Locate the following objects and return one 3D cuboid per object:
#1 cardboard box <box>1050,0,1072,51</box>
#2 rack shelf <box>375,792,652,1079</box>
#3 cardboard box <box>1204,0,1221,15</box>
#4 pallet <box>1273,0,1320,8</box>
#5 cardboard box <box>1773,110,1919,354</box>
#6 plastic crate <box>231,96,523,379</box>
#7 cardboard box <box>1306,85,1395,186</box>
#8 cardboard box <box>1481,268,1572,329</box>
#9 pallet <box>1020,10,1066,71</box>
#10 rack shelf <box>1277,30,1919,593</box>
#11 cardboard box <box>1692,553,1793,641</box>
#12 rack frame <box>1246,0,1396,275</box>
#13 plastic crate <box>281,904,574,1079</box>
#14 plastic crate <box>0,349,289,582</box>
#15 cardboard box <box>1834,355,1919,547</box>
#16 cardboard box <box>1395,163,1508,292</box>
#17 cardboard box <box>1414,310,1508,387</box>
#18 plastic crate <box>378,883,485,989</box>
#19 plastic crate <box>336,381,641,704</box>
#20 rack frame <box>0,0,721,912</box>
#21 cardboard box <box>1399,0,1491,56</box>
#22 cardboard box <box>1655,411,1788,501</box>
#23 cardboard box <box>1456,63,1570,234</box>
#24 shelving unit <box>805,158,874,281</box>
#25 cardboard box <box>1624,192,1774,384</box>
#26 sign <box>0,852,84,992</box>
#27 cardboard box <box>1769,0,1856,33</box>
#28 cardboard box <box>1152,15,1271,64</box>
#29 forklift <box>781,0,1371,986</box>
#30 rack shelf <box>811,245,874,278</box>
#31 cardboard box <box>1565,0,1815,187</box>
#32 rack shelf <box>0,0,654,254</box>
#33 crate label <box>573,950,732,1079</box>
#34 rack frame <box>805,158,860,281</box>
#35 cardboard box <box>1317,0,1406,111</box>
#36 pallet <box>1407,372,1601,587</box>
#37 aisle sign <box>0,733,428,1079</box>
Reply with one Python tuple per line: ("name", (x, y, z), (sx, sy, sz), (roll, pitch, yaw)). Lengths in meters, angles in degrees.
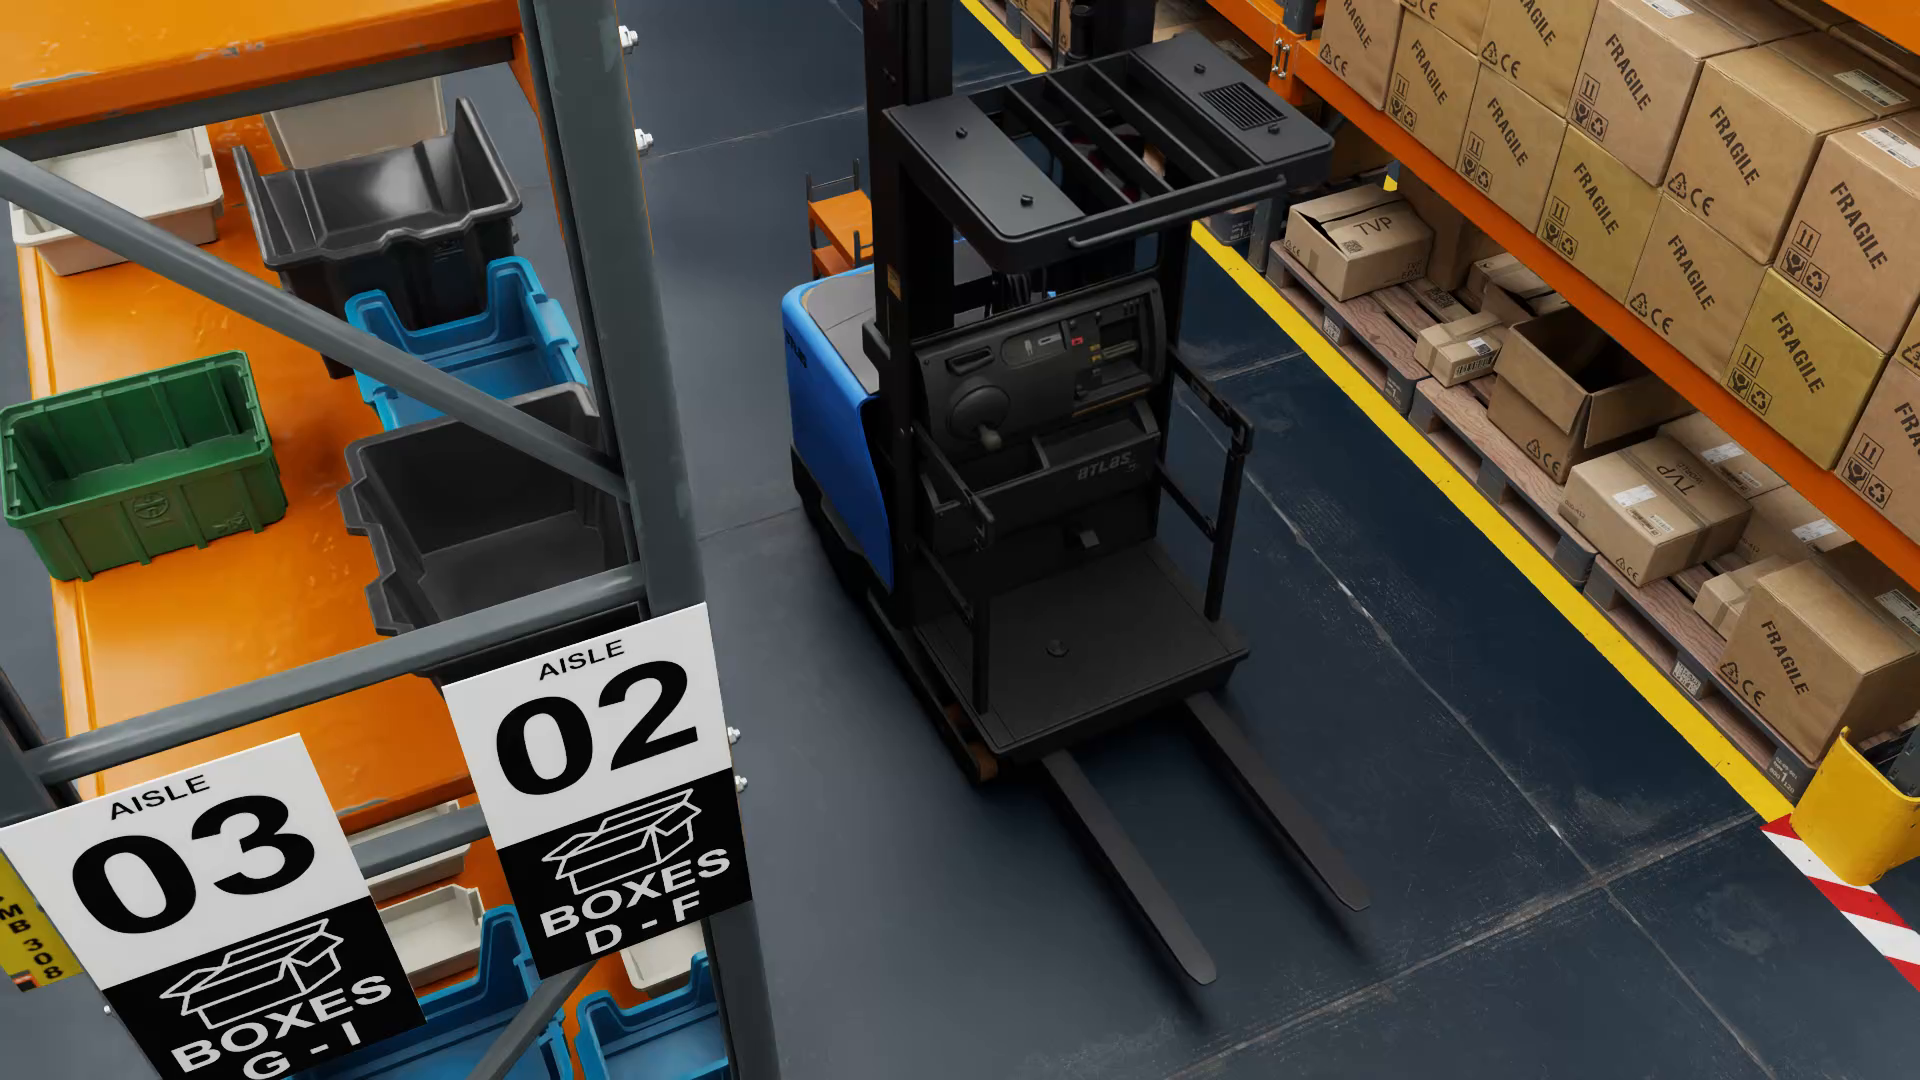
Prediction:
("cardboard box", (0.863, -3.067, 9.558), (0.500, 0.500, 0.500), (-20, 48, -19))
("rack shelf", (-1.698, 0.381, 5.109), (1.077, 0.370, 4.000), (-18, 47, -17))
("cardboard box", (1.537, -2.915, 9.403), (0.500, 0.500, 0.500), (-17, 47, -17))
("pallet", (1.720, -3.083, 8.245), (1.003, 0.211, 1.213), (-18, 47, -17))
("cardboard box", (2.989, -0.977, 5.190), (0.500, 0.500, 0.500), (-17, 47, -16))
("plastic crate", (-1.250, -0.701, 3.602), (0.504, 0.338, 0.767), (-18, 47, -17))
("cardboard box", (1.975, -2.257, 8.737), (0.500, 0.500, 0.500), (-20, 48, -19))
("cardboard box", (2.769, -1.052, 7.651), (0.500, 0.311, 0.500), (-18, 47, -17))
("pallet", (1.064, -2.903, 9.911), (1.003, 0.211, 1.213), (-18, 47, -17))
("rack shelf", (2.798, -1.080, 6.590), (1.077, 0.370, 4.000), (-18, 47, -17))
("cardboard box", (3.098, 0.232, 6.452), (0.380, 0.166, 0.250), (-18, 47, -17))
("rack frame", (1.957, -2.610, 7.629), (1.000, 3.000, 0.127), (-18, 47, -17))
("plastic crate", (-1.167, 1.207, 3.692), (0.616, 0.435, 0.499), (-18, 47, -17))
("plastic crate", (-1.531, -0.137, 3.137), (0.450, 0.188, 0.336), (-18, 47, -17))
("cardboard box", (3.204, -0.302, 5.218), (0.500, 0.500, 0.500), (-17, 47, -16))
("cardboard box", (2.454, -1.598, 8.069), (0.500, 0.500, 0.500), (-18, 47, -17))
("cardboard box", (2.310, -0.879, 7.578), (0.380, 0.166, 0.250), (-18, 47, -17))
("plastic crate", (-1.364, 1.006, 4.109), (0.396, 0.136, 0.243), (-18, 47, -17))
("plastic crate", (-0.766, 0.050, 2.890), (0.497, 0.269, 0.590), (-18, 47, -17))
("rack frame", (-0.857, -0.736, 1.458), (1.000, 3.000, 0.127), (-18, 47, -17))
("cardboard box", (2.117, -2.290, 6.521), (0.500, 0.500, 0.500), (-19, 48, -19))
("cardboard box", (3.247, -0.307, 6.938), (0.500, 0.250, 0.500), (-18, 47, -17))
("cardboard box", (2.351, -1.596, 6.529), (0.500, 0.500, 0.500), (-18, 47, -18))
("shelving unit", (-0.428, -0.997, 7.275), (0.258, 1.200, 0.503), (-20, 48, -19))
("cardboard box", (2.778, -0.951, 5.876), (0.500, 0.500, 0.500), (-18, 47, -17))
("sign", (-1.349, 0.542, 2.373), (0.100, 0.325, 0.005), (-18, 47, -17))
("cardboard box", (3.045, -1.788, 6.012), (0.500, 0.500, 0.500), (-18, 48, -18))
("cardboard box", (1.289, -2.424, 8.907), (0.500, 0.500, 0.500), (-18, 47, -17))
("forklift", (0.392, -0.504, 5.542), (1.130, 2.935, 3.031), (-20, 48, -19))
("rack shelf", (-0.428, -1.108, 7.165), (0.258, 0.148, 0.480), (-20, 48, -19))
("cardboard box", (2.551, -1.633, 5.855), (0.500, 0.500, 0.500), (-17, 47, -16))
("rack shelf", (-1.698, -1.612, 3.143), (1.077, 0.370, 4.000), (-18, 47, -17))
("crate label", (-0.662, 1.183, 3.861), (0.416, 0.233, 0.303), (-18, 47, -17))
("rack frame", (-0.539, -1.150, 7.430), (0.240, 1.200, 0.015), (-20, 48, -19))
("cardboard box", (1.924, -2.241, 7.183), (0.500, 0.500, 0.500), (-17, 47, -16))
("pallet", (2.762, -0.401, 7.375), (1.003, 0.211, 1.213), (-18, 47, -17))
("aisle sign", (-1.092, 0.606, 2.518), (0.394, 0.787, 0.004), (-18, 47, -17))
